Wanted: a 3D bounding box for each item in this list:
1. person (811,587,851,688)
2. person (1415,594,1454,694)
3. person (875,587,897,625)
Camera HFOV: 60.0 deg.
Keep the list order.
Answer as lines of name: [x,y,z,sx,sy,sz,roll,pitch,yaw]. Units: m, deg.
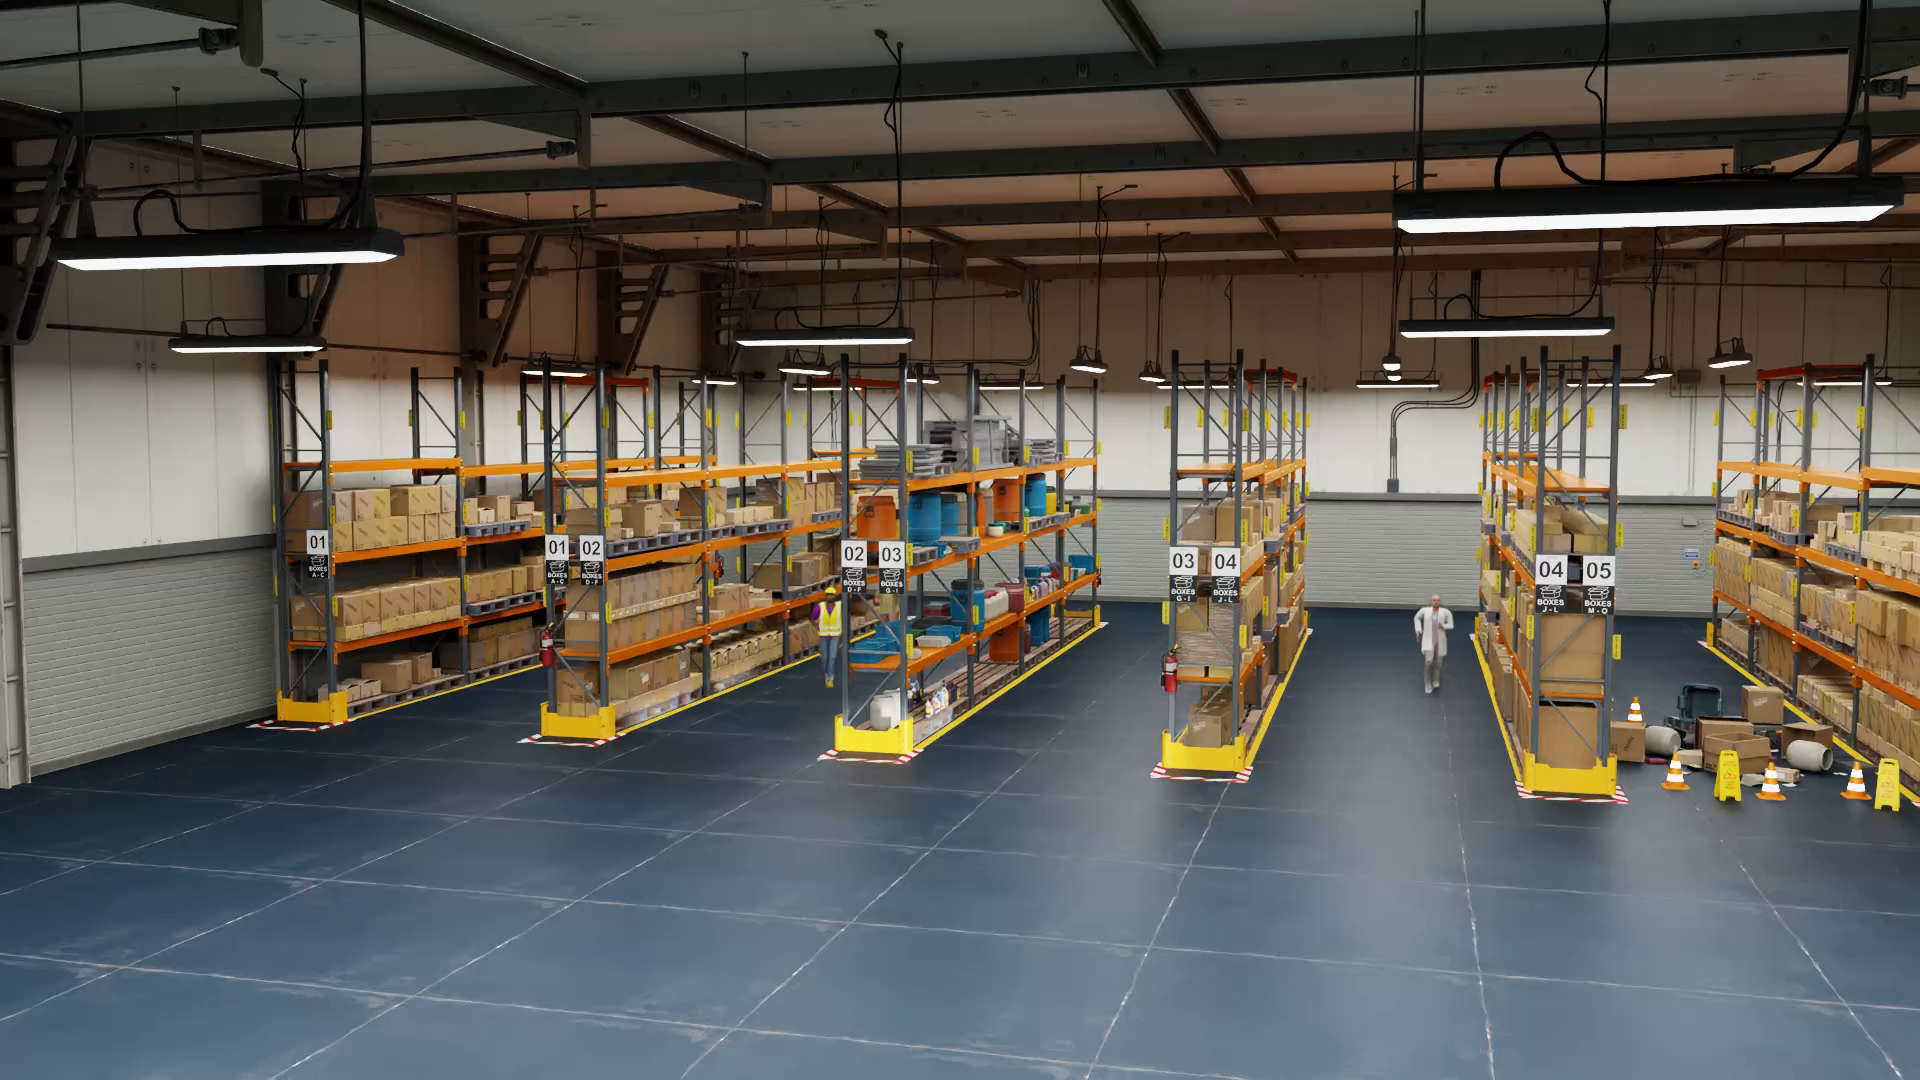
person: [-2.292,1.713,29.378,0.712,1.777,0.826,0,4,1]
person: [8.740,1.919,30.643,0.670,1.846,0.829,1,4,9]
person: [-1.444,1.635,33.363,0.513,1.504,0.571,0,4,6]
